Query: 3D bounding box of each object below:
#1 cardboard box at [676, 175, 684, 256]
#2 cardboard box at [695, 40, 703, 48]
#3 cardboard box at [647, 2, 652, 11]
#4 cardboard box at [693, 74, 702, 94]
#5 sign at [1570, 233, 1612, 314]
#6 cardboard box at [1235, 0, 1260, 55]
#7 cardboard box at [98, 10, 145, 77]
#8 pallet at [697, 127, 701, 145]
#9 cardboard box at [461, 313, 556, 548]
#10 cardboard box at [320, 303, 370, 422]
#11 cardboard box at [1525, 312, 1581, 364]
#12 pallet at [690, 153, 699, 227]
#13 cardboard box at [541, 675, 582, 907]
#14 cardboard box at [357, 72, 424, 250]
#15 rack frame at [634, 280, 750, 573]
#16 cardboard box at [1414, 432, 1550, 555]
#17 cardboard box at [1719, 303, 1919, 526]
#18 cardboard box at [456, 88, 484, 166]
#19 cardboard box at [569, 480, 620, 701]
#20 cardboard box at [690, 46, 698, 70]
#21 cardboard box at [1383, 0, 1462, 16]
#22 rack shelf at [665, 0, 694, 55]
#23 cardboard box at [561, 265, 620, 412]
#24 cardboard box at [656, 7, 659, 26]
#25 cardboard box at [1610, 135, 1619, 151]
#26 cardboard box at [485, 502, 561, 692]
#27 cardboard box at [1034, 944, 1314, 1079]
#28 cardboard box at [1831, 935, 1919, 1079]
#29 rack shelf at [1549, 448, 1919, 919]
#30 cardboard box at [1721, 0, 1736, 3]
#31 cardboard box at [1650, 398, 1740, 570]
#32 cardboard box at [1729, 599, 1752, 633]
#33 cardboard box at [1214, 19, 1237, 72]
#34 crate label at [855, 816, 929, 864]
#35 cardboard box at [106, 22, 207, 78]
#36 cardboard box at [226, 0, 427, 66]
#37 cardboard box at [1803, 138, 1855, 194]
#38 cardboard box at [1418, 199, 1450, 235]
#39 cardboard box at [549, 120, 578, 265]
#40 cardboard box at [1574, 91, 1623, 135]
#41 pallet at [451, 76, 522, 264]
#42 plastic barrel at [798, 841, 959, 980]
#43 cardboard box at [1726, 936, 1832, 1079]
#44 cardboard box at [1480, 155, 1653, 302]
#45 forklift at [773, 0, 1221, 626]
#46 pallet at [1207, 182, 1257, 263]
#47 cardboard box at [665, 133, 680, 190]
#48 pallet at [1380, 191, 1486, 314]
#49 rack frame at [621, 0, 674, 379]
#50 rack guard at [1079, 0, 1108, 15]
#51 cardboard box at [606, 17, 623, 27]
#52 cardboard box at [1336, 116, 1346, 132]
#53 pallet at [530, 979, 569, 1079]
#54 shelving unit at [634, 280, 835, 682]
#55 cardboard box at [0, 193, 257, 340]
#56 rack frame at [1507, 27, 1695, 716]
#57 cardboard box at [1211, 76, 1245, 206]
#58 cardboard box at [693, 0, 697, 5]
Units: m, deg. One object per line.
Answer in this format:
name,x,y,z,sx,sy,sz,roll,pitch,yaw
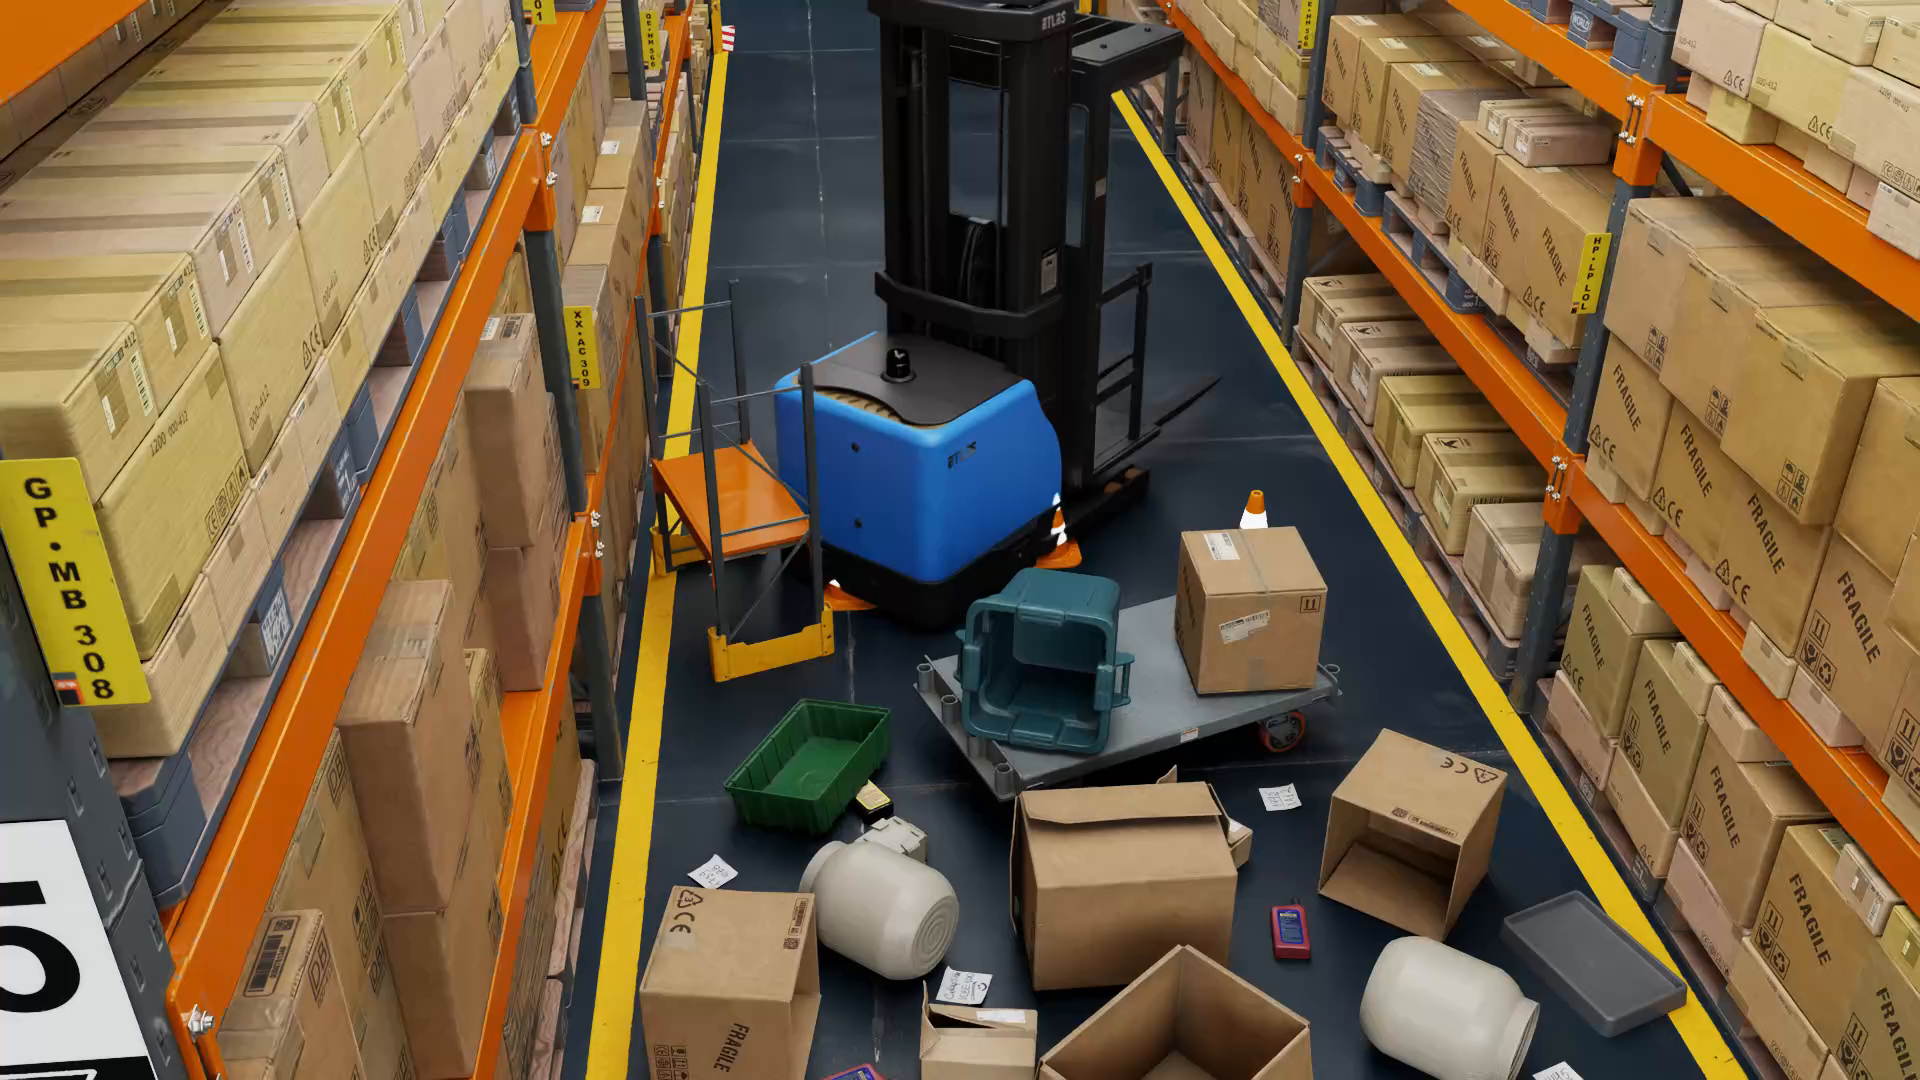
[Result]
cardboard box,-2.223,-2.309,11.719,0.500,0.500,0.500,-4,31,-6
cardboard box,-2.605,-4.562,15.544,0.380,0.149,0.250,-1,31,-2
cardboard box,-2.304,-3.562,11.334,0.380,0.149,0.250,-2,31,-3
cardboard box,-2.557,-4.171,15.178,0.380,0.149,0.250,-4,31,-6
sign,2.433,-1.026,6.413,0.100,0.325,0.005,-3,31,-5
cardboard box,2.193,-3.507,11.354,0.500,0.250,0.500,-4,31,-6
cardboard box,-2.118,-1.162,3.805,0.380,0.149,0.250,-3,31,-5
pallet,-2.779,-3.497,14.398,1.003,0.211,1.213,-3,31,-5
cardboard box,-1.766,-0.331,5.180,0.875,0.550,0.550,-3,31,-5
cardboard box,-1.368,-0.335,3.199,0.380,0.149,0.250,-3,31,-4
cardboard box,2.662,-0.879,7.132,0.380,0.149,0.250,-2,31,-4
pallet,-2.607,-2.758,13.162,1.003,0.211,1.213,-3,31,-5
cardboard box,-1.945,0.788,6.168,0.875,0.875,0.875,-2,31,-4
cardboard box,-1.492,-0.832,3.642,0.500,0.250,0.500,-3,31,-5
rack frame,-1.281,-0.534,8.181,0.500,1.500,0.032,-13,33,-21
cardboard box,2.863,-0.244,8.386,0.950,0.372,0.625,-1,31,-1
cardboard box,2.856,-0.402,5.136,0.700,0.500,0.500,-3,31,-6
cardboard box,-1.508,-1.110,4.496,0.380,0.149,0.250,-3,31,-4
cardboard box,-2.081,0.205,7.267,1.050,0.750,0.750,-3,31,-5
cardboard box,-2.536,-4.286,14.792,0.380,0.149,0.250,-2,31,-4
cardboard box,2.809,-3.335,10.336,0.500,0.500,0.500,-4,31,-6
rack shelf,-2.868,-5.065,15.006,1.077,0.370,4.000,-3,31,-5
cardboard box,-1.763,-0.850,7.151,0.500,0.500,0.500,-3,31,-4
cardboard box,-2.346,-3.702,11.858,0.380,0.149,0.250,-4,31,-7
cardboard box,3.147,-1.670,7.823,0.500,0.500,0.500,-3,31,-5
cardboard box,-1.814,0.135,5.453,0.875,0.550,0.550,-3,31,-5
cardboard box,0.674,1.781,5.277,0.637,0.503,0.797,27,40,37
cardboard box,2.972,1.501,4.853,0.500,0.500,0.500,-2,31,-3
rack shelf,3.172,0.773,5.232,1.077,0.370,4.000,-3,31,-5
cardboard box,2.690,-1.903,5.553,0.380,0.149,0.250,-3,31,-5
cardboard box,2.819,-0.234,5.830,0.500,0.500,0.500,-3,31,-5
cardboard box,2.870,0.250,5.651,0.380,0.149,0.250,-3,31,-5
cardboard box,2.135,-3.558,11.927,0.500,0.250,0.500,-3,31,-5
crate label,-0.276,1.225,6.565,0.250,0.136,0.298,27,40,37
cardboard box,-2.071,-1.064,4.031,0.500,0.250,0.500,-3,31,-5
cardboard box,-1.465,-1.198,3.866,0.380,0.149,0.250,-3,31,-5
cardboard box,2.856,-1.179,5.118,0.380,0.149,0.250,-2,31,-3
cardboard box,2.559,-1.669,8.455,0.380,0.149,0.250,-2,31,-3
cardboard box,-2.083,-1.514,7.287,0.700,0.500,0.500,-3,31,-4
cardboard box,3.089,-1.993,7.732,0.380,0.149,0.250,-1,31,-2
pallet,-1.868,-1.100,4.827,1.003,0.211,1.213,-3,31,-5
plastic barrel,-0.301,1.343,6.088,0.512,0.421,0.421,20,36,29
cardboard box,2.920,1.554,5.495,0.500,0.250,0.500,-4,31,-6
cardboard box,2.666,-1.386,7.348,0.500,0.500,0.500,-3,31,-4
forklift,0.385,-1.542,8.474,1.130,2.935,3.031,21,37,31
pallet,2.502,-2.430,12.612,1.003,0.211,1.213,-3,31,-5
cardboard box,-2.212,-2.615,11.500,0.500,0.250,0.500,-3,31,-4
pallet,2.837,-1.508,8.537,1.003,0.211,1.213,-3,31,-5
rack frame,-2.308,-2.310,9.693,1.000,3.000,0.127,-3,31,-5
rack guard,1.862,-5.623,17.676,1.175,0.500,0.348,-3,31,-5
cardboard box,-2.204,-3.146,10.347,0.380,0.149,0.250,-3,31,-5
cardboard box,2.457,-2.497,9.840,0.380,0.149,0.250,-4,31,-7
pallet,-1.824,1.945,5.288,1.003,0.211,1.213,-3,31,-5
shelving unit,-1.076,-0.300,7.790,0.587,1.500,1.083,-13,33,-21
cardboard box,-1.321,-0.416,2.556,0.380,0.149,0.250,-3,31,-5
rack frame,2.985,-0.557,6.757,1.000,3.000,0.127,-3,31,-5
cardboard box,2.467,-3.136,12.738,0.875,0.875,0.875,-2,31,-3
cardboard box,-2.787,-5.218,16.350,0.380,0.149,0.250,-2,31,-4
